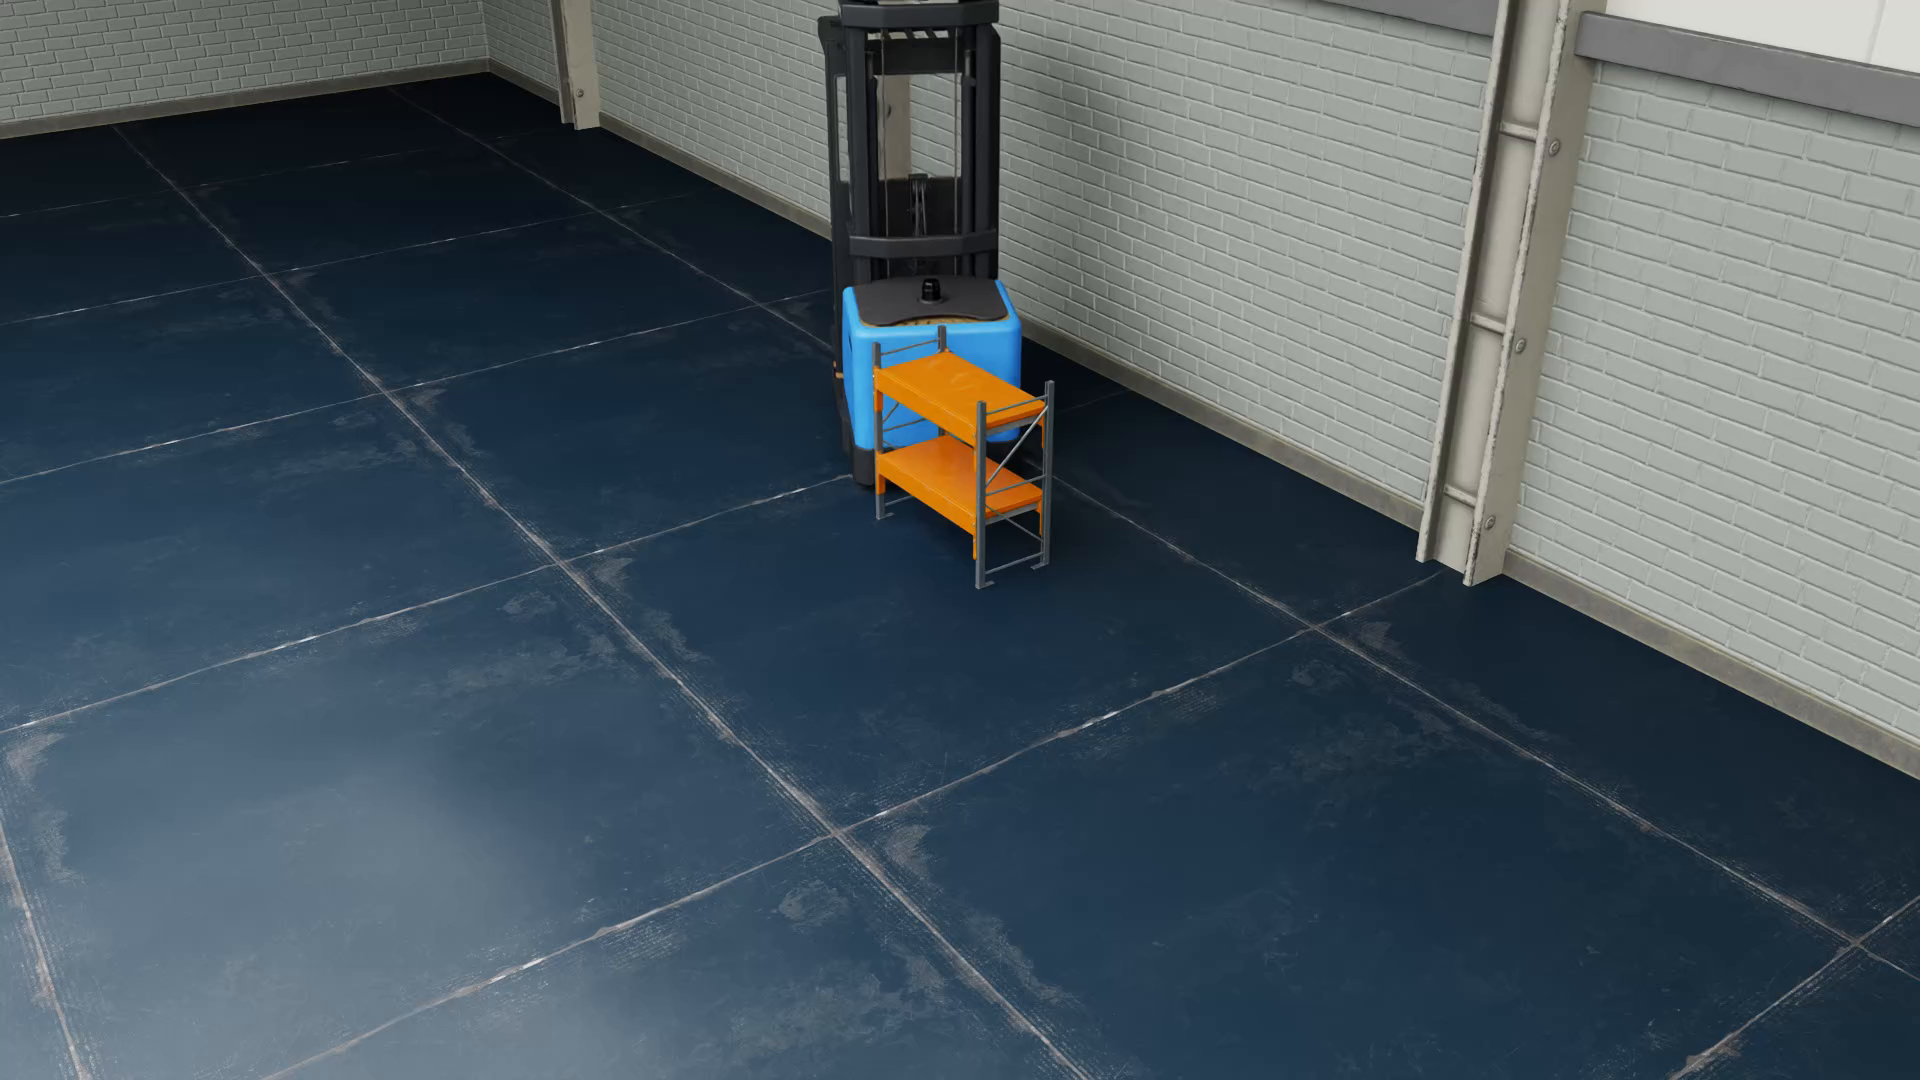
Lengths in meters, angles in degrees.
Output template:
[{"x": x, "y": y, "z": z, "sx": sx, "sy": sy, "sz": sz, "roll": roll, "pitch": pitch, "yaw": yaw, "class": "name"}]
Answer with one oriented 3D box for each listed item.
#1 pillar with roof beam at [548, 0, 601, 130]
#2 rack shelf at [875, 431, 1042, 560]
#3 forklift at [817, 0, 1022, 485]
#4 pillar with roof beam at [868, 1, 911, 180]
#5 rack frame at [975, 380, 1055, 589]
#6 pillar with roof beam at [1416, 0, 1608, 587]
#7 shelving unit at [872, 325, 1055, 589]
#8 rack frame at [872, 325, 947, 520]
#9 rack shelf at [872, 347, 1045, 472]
[{"x": -7.614, "y": -7.286, "z": 13.736, "sx": 9.100, "sy": 9.000, "sz": 0.400, "roll": -19, "pitch": 34, "yaw": -31, "class": "pillar with roof beam"}, {"x": 0.004, "y": -0.277, "z": 9.593, "sx": 0.538, "sy": 0.278, "sz": 1.000, "roll": -19, "pitch": 34, "yaw": -31, "class": "rack shelf"}, {"x": -0.325, "y": -2.305, "z": 10.923, "sx": 1.130, "sy": 2.935, "sz": 3.031, "roll": -4, "pitch": 29, "yaw": -7, "class": "forklift"}, {"x": -4.134, "y": -4.953, "z": 9.441, "sx": 9.100, "sy": 9.000, "sz": 0.400, "roll": -19, "pitch": 34, "yaw": -31, "class": "pillar with roof beam"}, {"x": 0.299, "y": -0.294, "z": 9.113, "sx": 0.500, "sy": 1.125, "sz": 0.032, "roll": -19, "pitch": 34, "yaw": -31, "class": "rack frame"}, {"x": -0.654, "y": -2.621, "z": 5.146, "sx": 9.100, "sy": 9.000, "sz": 0.400, "roll": -19, "pitch": 34, "yaw": -31, "class": "pillar with roof beam"}, {"x": 0.004, "y": -0.492, "z": 9.477, "sx": 0.538, "sy": 1.125, "sz": 1.048, "roll": -19, "pitch": 34, "yaw": -31, "class": "shelving unit"}, {"x": -0.291, "y": -0.689, "z": 9.841, "sx": 0.500, "sy": 1.125, "sz": 0.032, "roll": -19, "pitch": 34, "yaw": -31, "class": "rack frame"}, {"x": 0.004, "y": -0.749, "z": 9.337, "sx": 0.538, "sy": 0.278, "sz": 1.000, "roll": -19, "pitch": 34, "yaw": -31, "class": "rack shelf"}]
